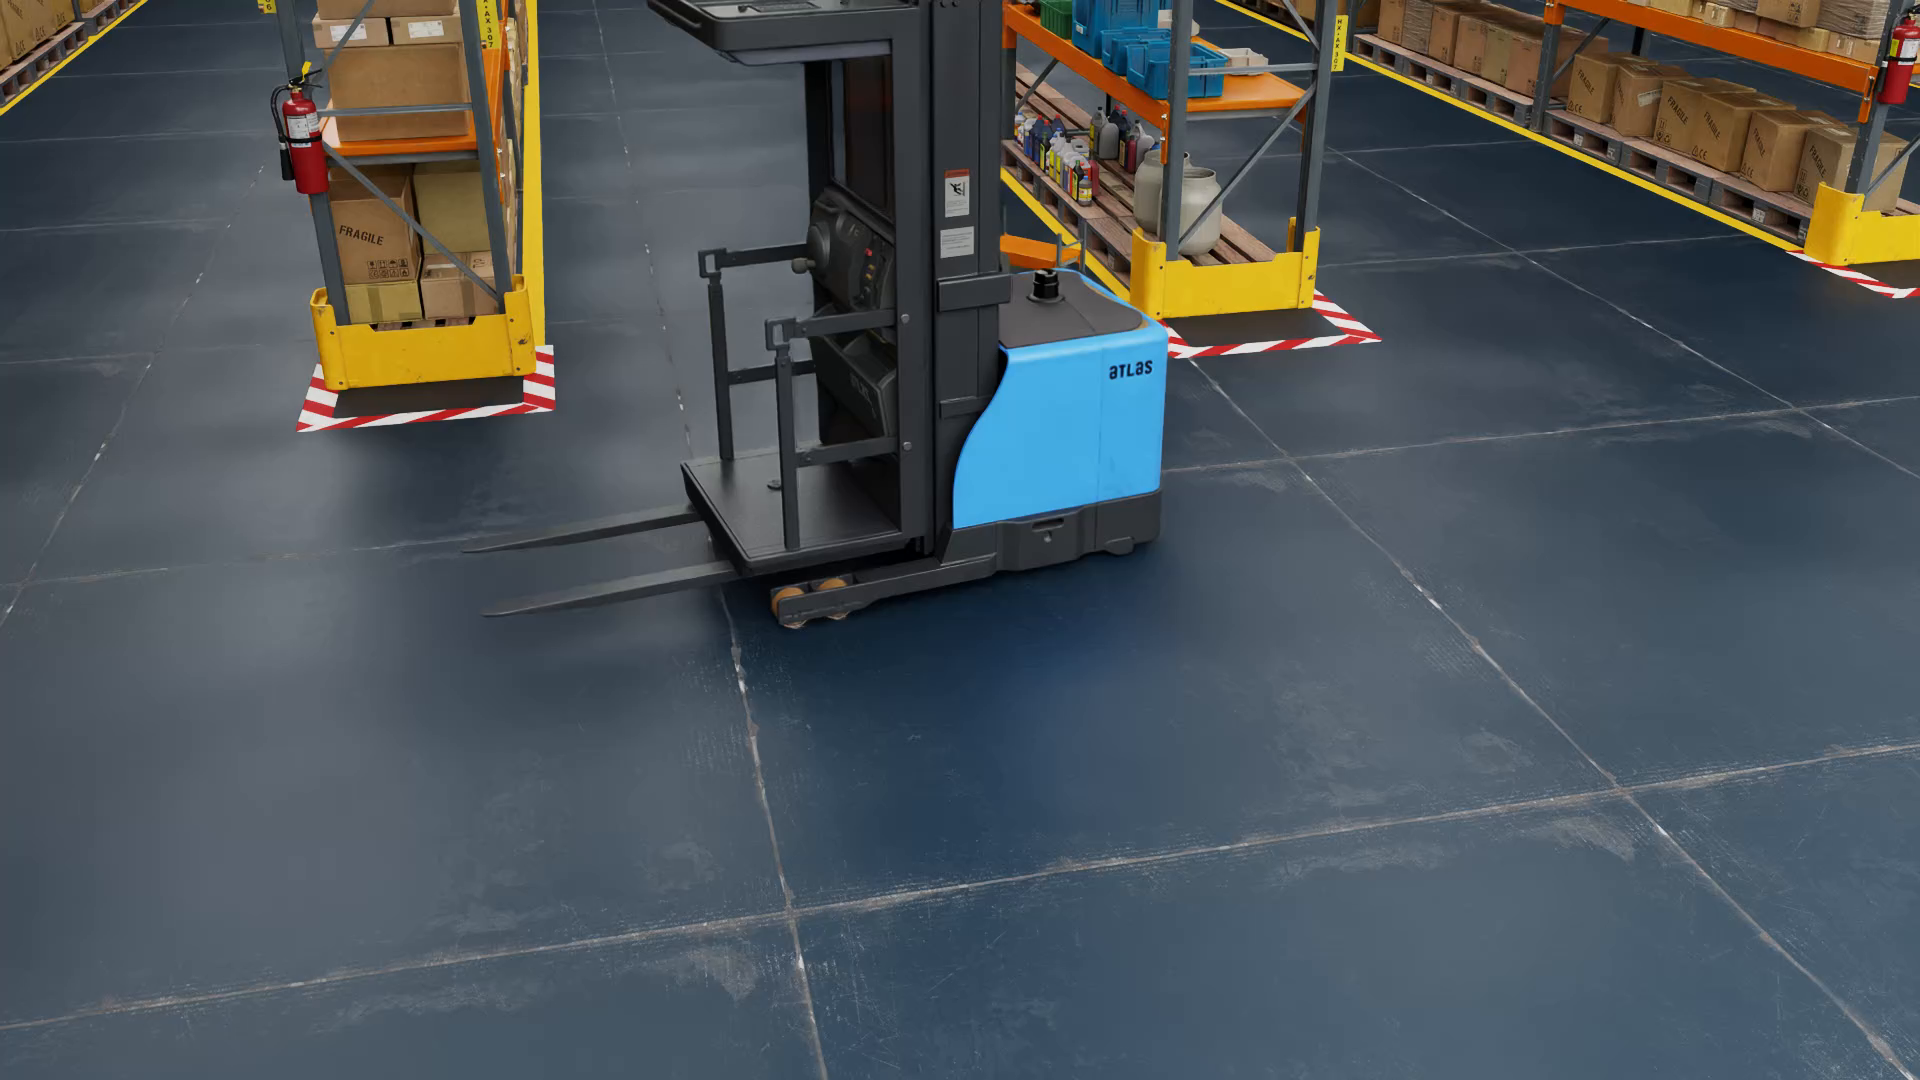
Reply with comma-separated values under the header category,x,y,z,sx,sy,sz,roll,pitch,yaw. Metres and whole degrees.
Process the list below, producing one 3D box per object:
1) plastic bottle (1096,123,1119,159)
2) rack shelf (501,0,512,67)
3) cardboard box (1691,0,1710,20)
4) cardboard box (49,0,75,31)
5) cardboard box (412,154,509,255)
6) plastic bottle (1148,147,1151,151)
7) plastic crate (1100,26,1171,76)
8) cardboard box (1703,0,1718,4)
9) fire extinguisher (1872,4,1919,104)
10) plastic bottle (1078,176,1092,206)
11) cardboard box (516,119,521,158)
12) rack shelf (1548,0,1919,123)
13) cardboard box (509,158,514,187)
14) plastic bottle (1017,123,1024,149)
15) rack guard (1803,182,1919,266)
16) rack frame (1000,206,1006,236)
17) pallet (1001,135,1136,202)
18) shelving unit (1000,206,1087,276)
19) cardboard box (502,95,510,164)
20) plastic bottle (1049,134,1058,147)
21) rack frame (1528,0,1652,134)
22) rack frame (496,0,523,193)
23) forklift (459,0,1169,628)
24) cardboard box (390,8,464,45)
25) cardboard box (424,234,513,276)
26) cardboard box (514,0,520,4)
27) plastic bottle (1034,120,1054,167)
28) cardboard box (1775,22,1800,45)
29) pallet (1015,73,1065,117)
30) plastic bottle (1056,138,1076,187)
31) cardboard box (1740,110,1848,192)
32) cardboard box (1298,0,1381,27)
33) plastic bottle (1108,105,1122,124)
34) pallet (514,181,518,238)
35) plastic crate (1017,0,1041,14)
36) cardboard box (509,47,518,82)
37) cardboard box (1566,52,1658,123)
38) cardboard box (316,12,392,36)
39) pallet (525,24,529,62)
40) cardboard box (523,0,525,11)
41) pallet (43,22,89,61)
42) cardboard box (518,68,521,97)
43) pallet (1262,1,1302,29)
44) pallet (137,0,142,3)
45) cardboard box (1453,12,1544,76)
category,x,y,z,sx,sy,sz,roll,pitch,yaw
plastic bottle,1.180,-3.202,13.300,0.152,0.276,0.135,-6,27,-12
rack shelf,-4.428,-4.641,14.415,1.077,0.370,4.000,-6,27,-12
cardboard box,5.882,-4.089,12.802,0.380,0.149,0.250,-6,27,-12
cardboard box,-10.332,-6.047,18.322,0.750,0.750,0.750,-6,27,-11
cardboard box,-3.094,-2.100,10.336,0.500,0.500,0.500,-6,27,-12
plastic bottle,1.478,-2.932,12.848,0.097,0.201,0.097,0,27,0
plastic crate,1.206,-3.238,11.002,0.499,0.251,0.408,-6,27,-12
cardboard box,6.078,-4.406,12.710,0.875,0.500,0.500,-6,27,-12
fire extinguisher,6.153,-3.201,10.849,0.296,0.674,0.183,-6,27,-12
plastic bottle,0.910,-2.539,12.068,0.097,0.201,0.097,0,27,0
cardboard box,-3.827,-3.246,13.439,0.500,0.250,0.500,-7,28,-13
rack shelf,6.126,-3.889,12.925,1.077,0.370,4.000,-6,27,-12
cardboard box,-3.557,-2.642,12.242,0.500,0.250,0.500,-6,27,-12
plastic bottle,0.517,-3.304,13.584,0.097,0.201,0.097,0,27,0
rack guard,6.559,-2.250,11.653,1.175,0.500,0.348,-6,27,-12
rack frame,0.154,-1.115,8.627,0.015,1.200,0.240,19,32,32
pallet,0.960,-3.042,13.542,1.003,0.211,1.213,-6,27,-12
shelving unit,0.350,-1.049,8.497,0.503,1.200,0.258,19,32,32
cardboard box,-3.558,-2.977,12.072,0.500,0.500,0.500,-6,27,-12
plastic bottle,0.739,-3.024,12.952,0.097,0.271,0.097,0,27,0
rack frame,5.675,-5.089,14.503,1.000,3.000,0.127,-6,27,-12
rack frame,-3.977,-4.084,12.513,1.000,3.000,0.127,-6,27,-12
forklift,-0.644,-1.209,6.892,3.031,2.935,1.130,-11,29,-20
cardboard box,-2.954,-2.857,9.250,0.380,0.149,0.250,-6,27,-12
cardboard box,-3.096,-1.765,10.504,0.500,0.250,0.500,-6,27,-12
cardboard box,-4.826,-5.379,17.364,0.500,0.500,0.500,-7,28,-13
plastic bottle,0.670,-3.120,13.054,0.144,0.351,0.185,-7,28,-14
cardboard box,6.108,-3.650,11.932,0.380,0.149,0.250,-6,27,-12
pallet,0.356,-4.218,15.873,1.003,0.211,1.213,-6,27,-12
plastic bottle,0.807,-2.852,12.523,0.144,0.351,0.185,-5,27,-9
cardboard box,6.284,-2.939,12.552,0.500,0.500,0.500,1,27,2
cardboard box,4.638,-6.389,18.970,1.225,0.875,0.875,-7,28,-14
plastic bottle,1.276,-3.346,13.502,0.144,0.351,0.185,-7,28,-13
pallet,-3.839,-2.486,12.441,1.003,0.211,1.213,-6,27,-12
plastic crate,0.844,-4.315,13.039,0.767,0.338,0.504,-6,27,-12
cardboard box,-4.175,-4.176,14.658,0.500,0.311,0.500,-5,27,-10
cardboard box,5.726,-3.980,14.615,0.500,0.500,0.500,-7,28,-13
cardboard box,-3.408,-2.926,9.387,0.380,0.149,0.250,-5,27,-10
pallet,-5.282,-5.461,18.336,1.003,0.211,1.213,-6,27,-12
cardboard box,-5.286,-6.271,19.132,0.500,0.500,0.500,-6,27,-11
pallet,-10.358,-5.516,18.444,1.003,0.211,1.213,-6,27,-12
cardboard box,-4.292,-4.147,15.223,0.500,0.250,0.500,-5,27,-10
pallet,4.398,-6.488,20.370,1.003,0.211,1.213,-6,27,-12
pallet,-11.251,-7.260,21.899,1.003,0.211,1.213,-6,27,-12
cardboard box,5.342,-4.898,16.410,0.700,0.500,0.500,-8,28,-16
